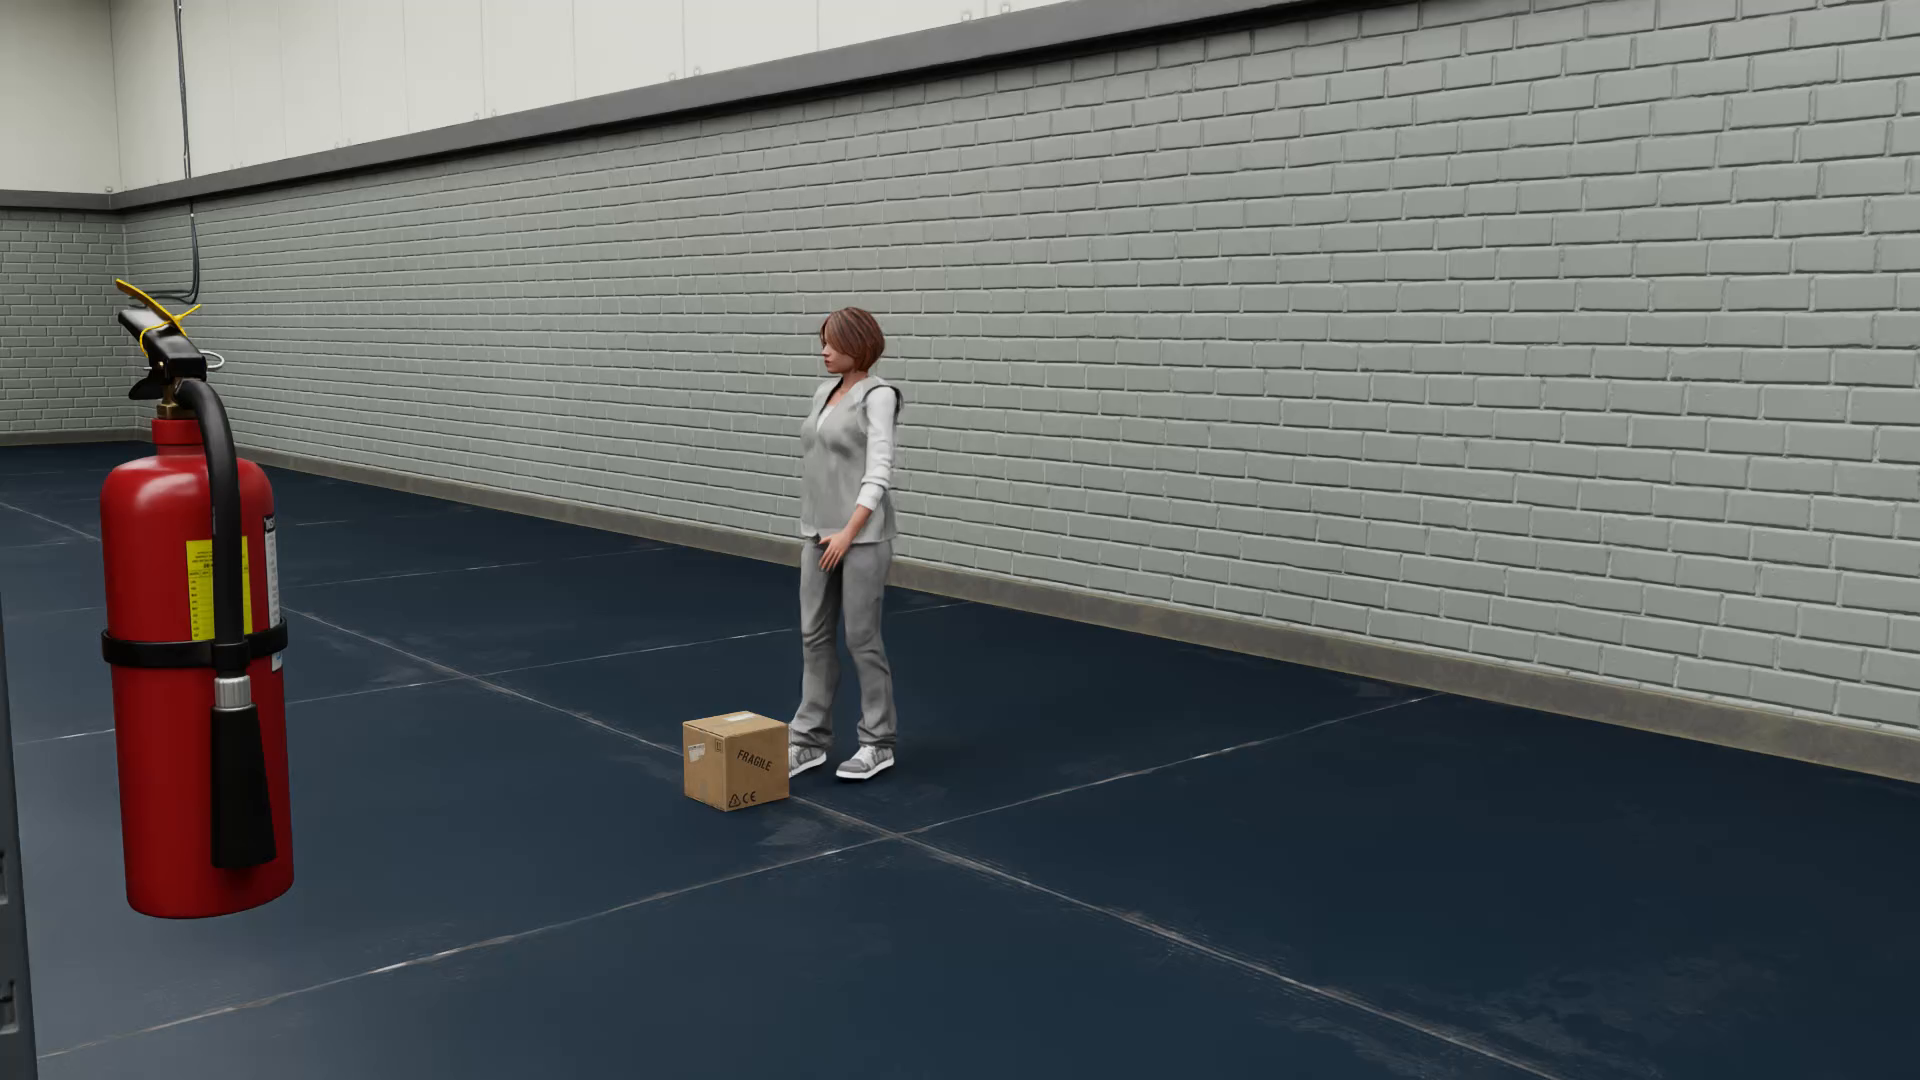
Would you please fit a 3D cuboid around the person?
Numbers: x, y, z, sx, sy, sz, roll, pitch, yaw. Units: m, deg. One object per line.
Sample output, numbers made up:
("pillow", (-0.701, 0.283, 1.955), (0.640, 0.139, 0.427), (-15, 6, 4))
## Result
("person", (-0.383, 0.022, 5.687), (0.312, 1.601, 0.410), (-6, 10, -40))
